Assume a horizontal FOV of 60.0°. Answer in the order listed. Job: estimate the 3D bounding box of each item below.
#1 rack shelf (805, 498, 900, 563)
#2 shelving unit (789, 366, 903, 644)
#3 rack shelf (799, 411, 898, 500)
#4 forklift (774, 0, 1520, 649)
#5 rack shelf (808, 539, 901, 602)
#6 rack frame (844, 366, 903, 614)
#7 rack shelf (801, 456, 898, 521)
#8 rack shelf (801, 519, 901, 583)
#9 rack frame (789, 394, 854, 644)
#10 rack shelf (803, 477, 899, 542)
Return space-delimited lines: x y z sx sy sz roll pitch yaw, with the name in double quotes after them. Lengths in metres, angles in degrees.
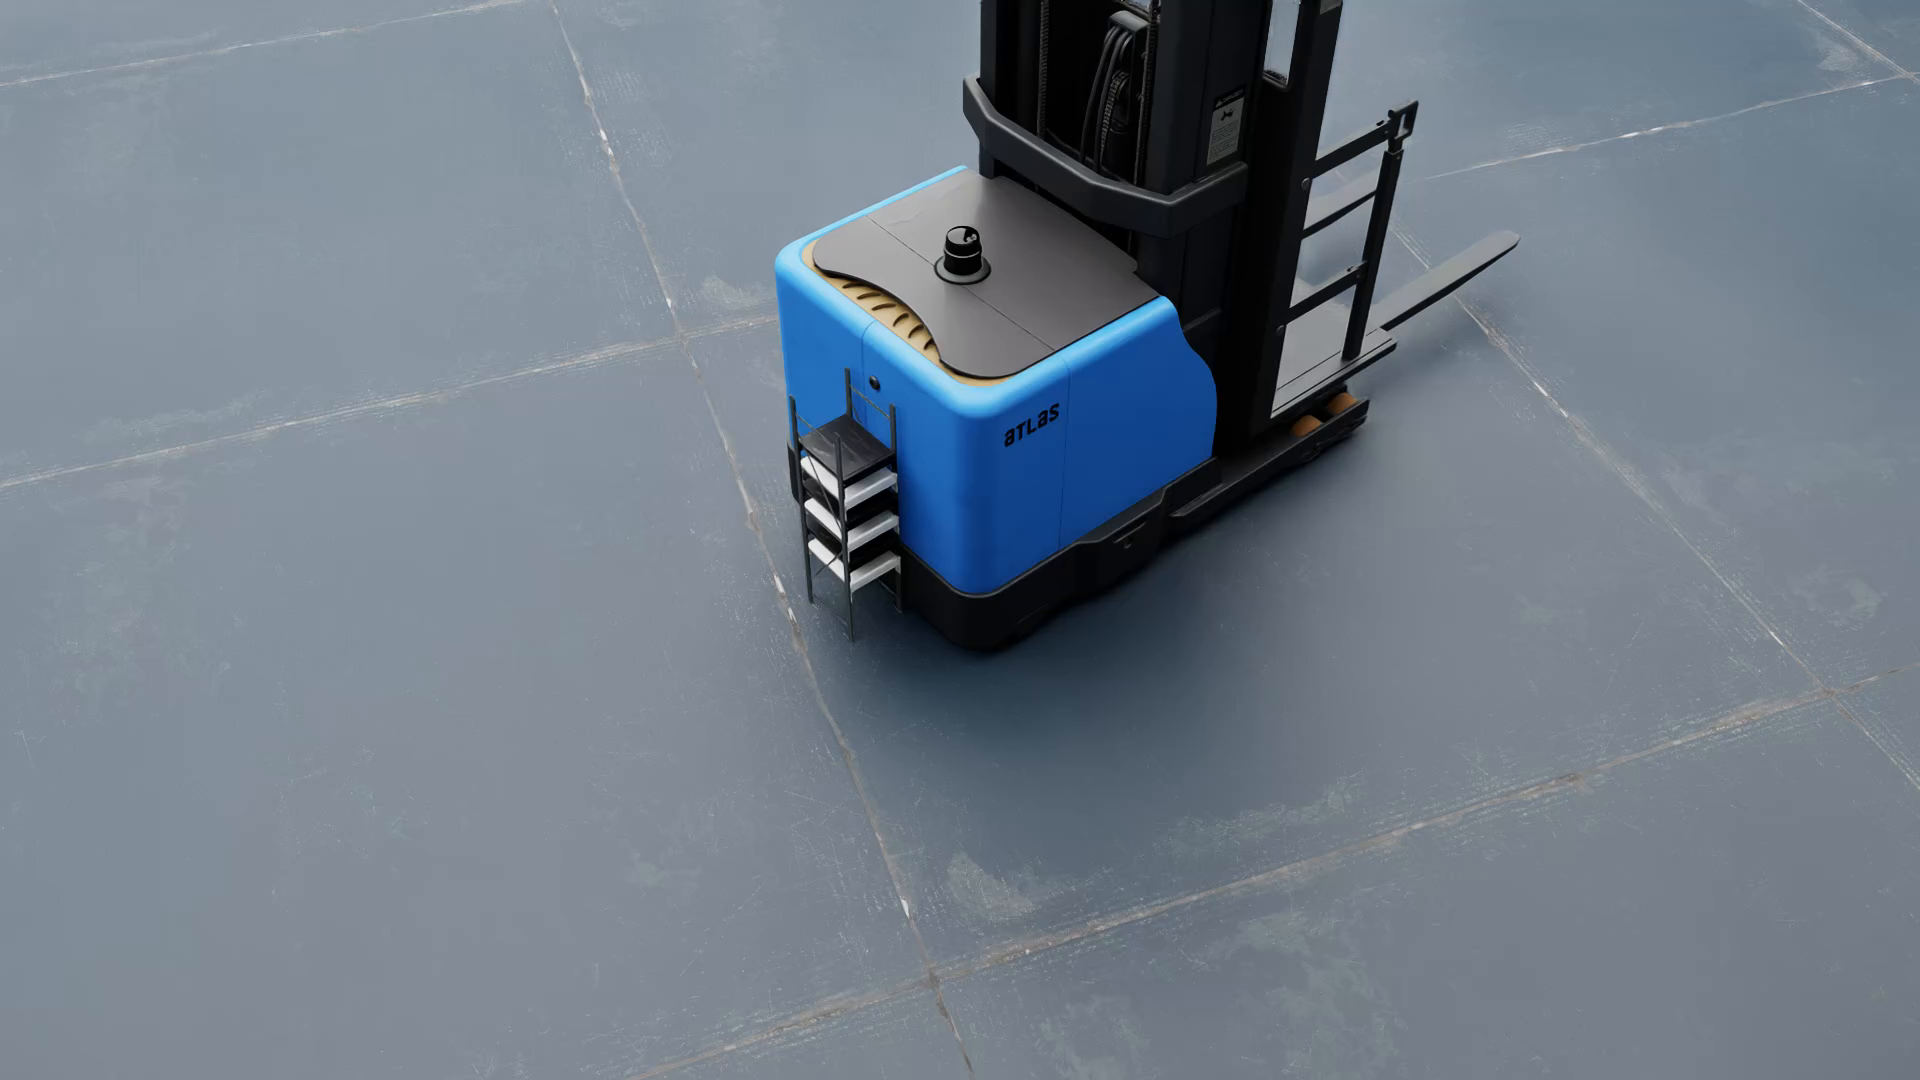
-0.347 -0.069 5.230 0.200 0.077 0.258 -31 53 -27 "rack shelf"
-0.347 -0.092 5.206 0.210 0.900 0.258 -31 53 -27 "shelving unit"
-0.347 -0.259 5.039 0.200 0.077 0.258 -31 53 -27 "rack shelf"
0.864 -1.578 5.254 3.031 2.935 1.130 -31 53 -27 "forklift"
-0.347 0.059 5.357 0.200 0.077 0.258 -31 53 -27 "rack shelf"
-0.269 -0.138 5.252 0.006 0.900 0.240 -31 53 -27 "rack frame"
-0.347 -0.196 5.103 0.200 0.077 0.258 -31 53 -27 "rack shelf"
-0.347 -0.005 5.294 0.200 0.077 0.258 -31 53 -27 "rack shelf"
-0.425 -0.046 5.160 0.006 0.900 0.240 -31 53 -27 "rack frame"
-0.347 -0.132 5.166 0.200 0.077 0.258 -31 53 -27 "rack shelf"
